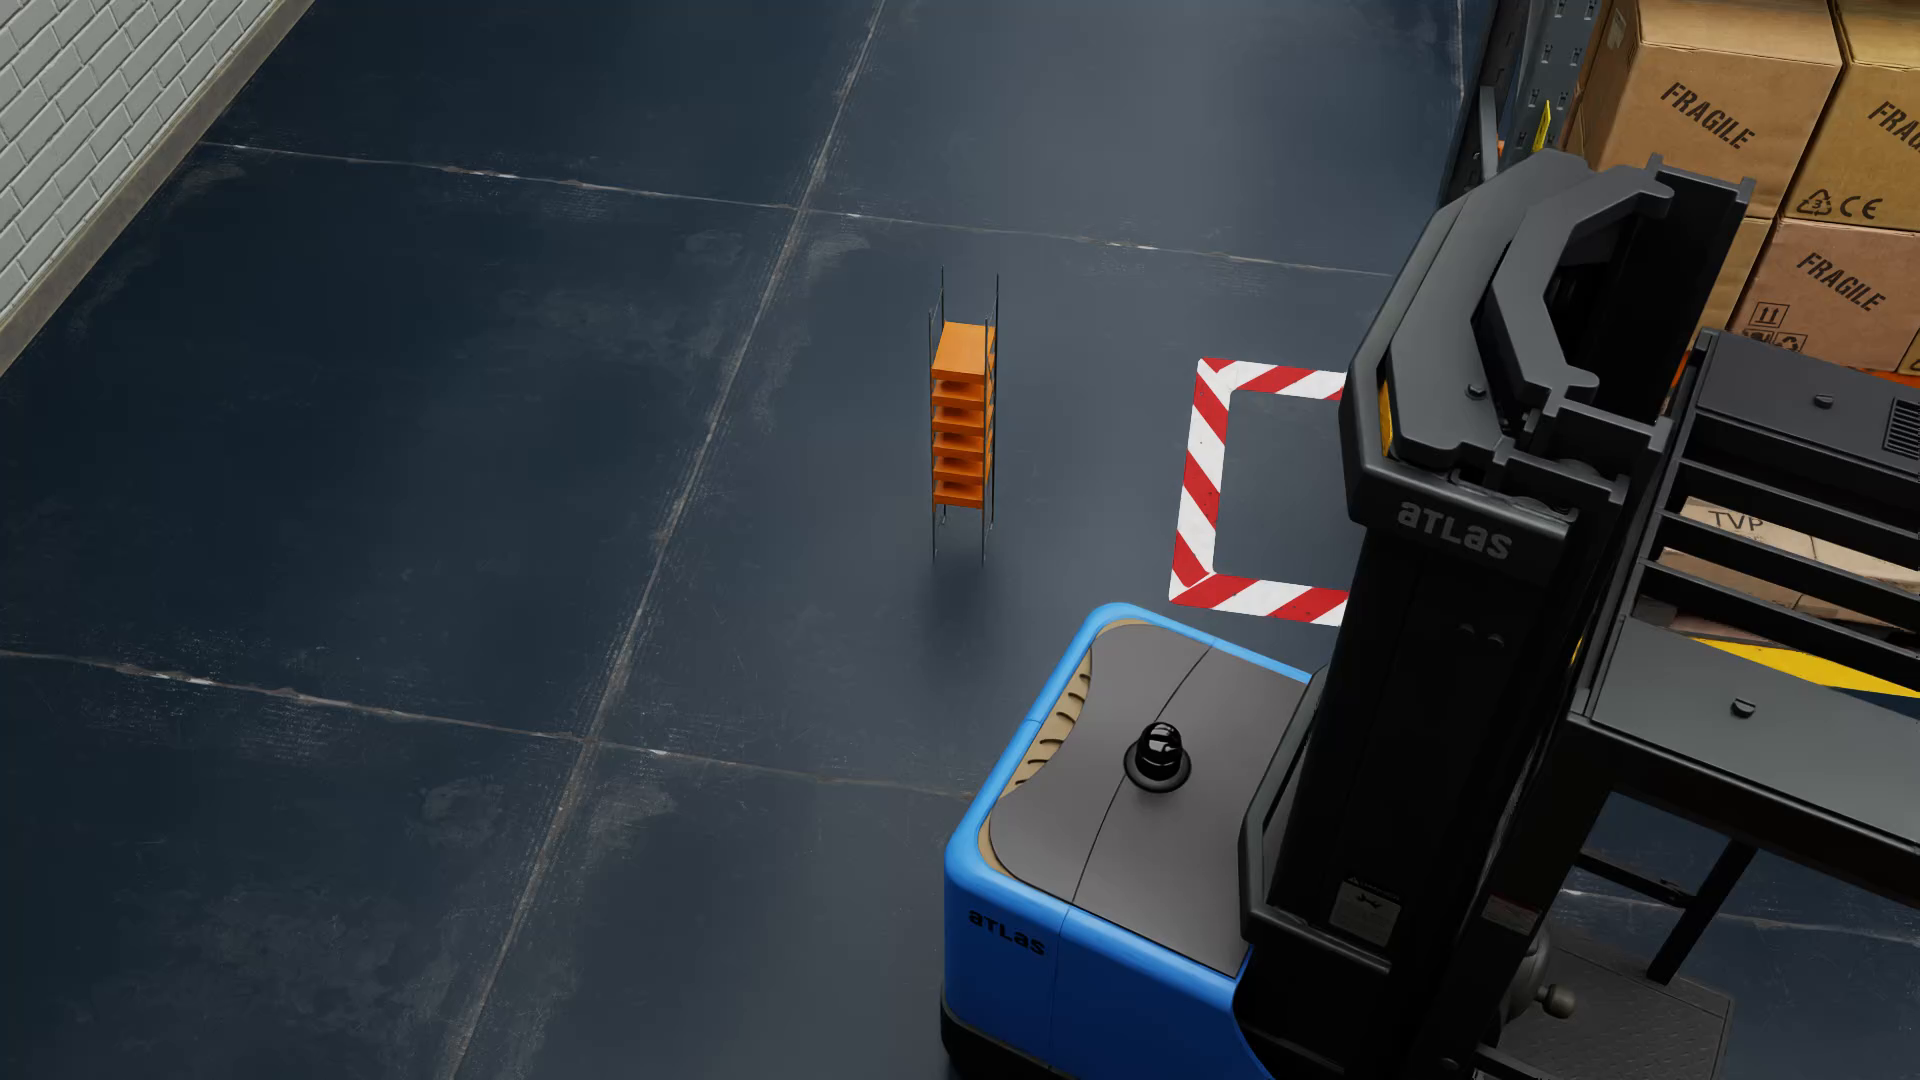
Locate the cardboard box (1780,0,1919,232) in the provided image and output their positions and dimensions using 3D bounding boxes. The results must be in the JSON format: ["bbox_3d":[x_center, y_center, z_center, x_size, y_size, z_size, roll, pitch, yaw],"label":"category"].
[{"bbox_3d":[2.586,-1.212,4.583,0.500,0.500,0.500,8,49,7],"label":"cardboard box"}]

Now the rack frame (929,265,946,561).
[{"bbox_3d":[-0.076,-0.411,5.813,0.006,1.200,0.240,8,49,7],"label":"rack frame"}]

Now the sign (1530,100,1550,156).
[{"bbox_3d":[1.584,-1.052,4.596,0.005,0.325,0.100,8,49,7],"label":"sign"}]

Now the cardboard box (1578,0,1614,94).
[{"bbox_3d":[2.168,-1.669,4.994,0.500,0.500,0.500,7,48,6],"label":"cardboard box"}]

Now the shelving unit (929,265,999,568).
[{"bbox_3d":[0.014,-0.399,5.802,0.189,1.200,0.258,8,49,7],"label":"shelving unit"}]

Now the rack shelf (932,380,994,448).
[{"bbox_3d":[0.014,-0.450,5.746,0.180,0.103,0.258,8,49,7],"label":"rack shelf"}]

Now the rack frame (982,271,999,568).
[{"bbox_3d":[0.104,-0.387,5.791,0.006,1.200,0.240,8,49,7],"label":"rack frame"}]

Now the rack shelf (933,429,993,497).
[{"bbox_3d":[0.014,-0.289,5.924,0.180,0.103,0.258,8,49,7],"label":"rack shelf"}]

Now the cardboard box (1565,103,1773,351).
[{"bbox_3d":[2.070,-0.941,5.012,0.500,0.500,0.500,9,49,8],"label":"cardboard box"}]

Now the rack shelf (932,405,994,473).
[{"bbox_3d":[0.014,-0.369,5.835,0.180,0.103,0.258,8,49,7],"label":"rack shelf"}]

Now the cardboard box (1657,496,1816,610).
[{"bbox_3d":[2.657,-0.042,5.824,0.500,0.250,0.500,8,49,7],"label":"cardboard box"}]

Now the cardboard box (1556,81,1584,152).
[{"bbox_3d":[2.170,-1.333,5.364,0.500,0.500,0.500,9,49,8],"label":"cardboard box"}]

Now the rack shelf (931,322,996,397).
[{"bbox_3d":[0.014,-0.610,5.567,0.180,0.103,0.258,8,49,7],"label":"rack shelf"}]

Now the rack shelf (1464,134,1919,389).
[{"bbox_3d":[3.649,-0.654,5.305,4.000,0.370,1.077,8,49,7],"label":"rack shelf"}]

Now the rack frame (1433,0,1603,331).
[{"bbox_3d":[1.681,-1.159,5.275,0.127,3.000,1.000,8,49,7],"label":"rack frame"}]

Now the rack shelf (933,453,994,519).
[{"bbox_3d":[0.014,-0.209,6.014,0.180,0.103,0.258,8,49,7],"label":"rack shelf"}]

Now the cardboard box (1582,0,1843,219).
[{"bbox_3d":[2.070,-1.275,4.640,0.500,0.500,0.500,9,49,8],"label":"cardboard box"}]

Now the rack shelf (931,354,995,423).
[{"bbox_3d":[0.014,-0.530,5.657,0.180,0.103,0.258,8,49,7],"label":"rack shelf"}]

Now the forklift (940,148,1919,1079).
[{"bbox_3d":[1.491,0.721,3.632,3.031,2.935,1.130,21,52,18],"label":"forklift"}]

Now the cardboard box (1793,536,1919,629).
[{"bbox_3d":[3.149,0.024,5.764,0.500,0.250,0.500,8,49,7],"label":"cardboard box"}]

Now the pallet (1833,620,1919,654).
[{"bbox_3d":[3.737,0.051,6.063,1.213,0.211,1.003,8,49,7],"label":"pallet"}]

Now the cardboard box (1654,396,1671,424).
[{"bbox_3d":[2.642,-0.348,6.155,0.250,0.166,0.380,8,49,7],"label":"cardboard box"}]

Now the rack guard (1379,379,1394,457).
[{"bbox_3d":[1.755,-0.314,6.196,0.348,0.500,1.175,8,49,7],"label":"rack guard"}]

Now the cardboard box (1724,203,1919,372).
[{"bbox_3d":[2.579,-0.877,4.954,0.500,0.500,0.500,7,48,6],"label":"cardboard box"}]

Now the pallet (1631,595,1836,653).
[{"bbox_3d":[2.540,-0.112,6.209,1.213,0.211,1.003,8,49,7],"label":"pallet"}]

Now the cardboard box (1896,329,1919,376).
[{"bbox_3d":[3.072,-0.808,4.892,0.500,0.500,0.500,8,49,7],"label":"cardboard box"}]
